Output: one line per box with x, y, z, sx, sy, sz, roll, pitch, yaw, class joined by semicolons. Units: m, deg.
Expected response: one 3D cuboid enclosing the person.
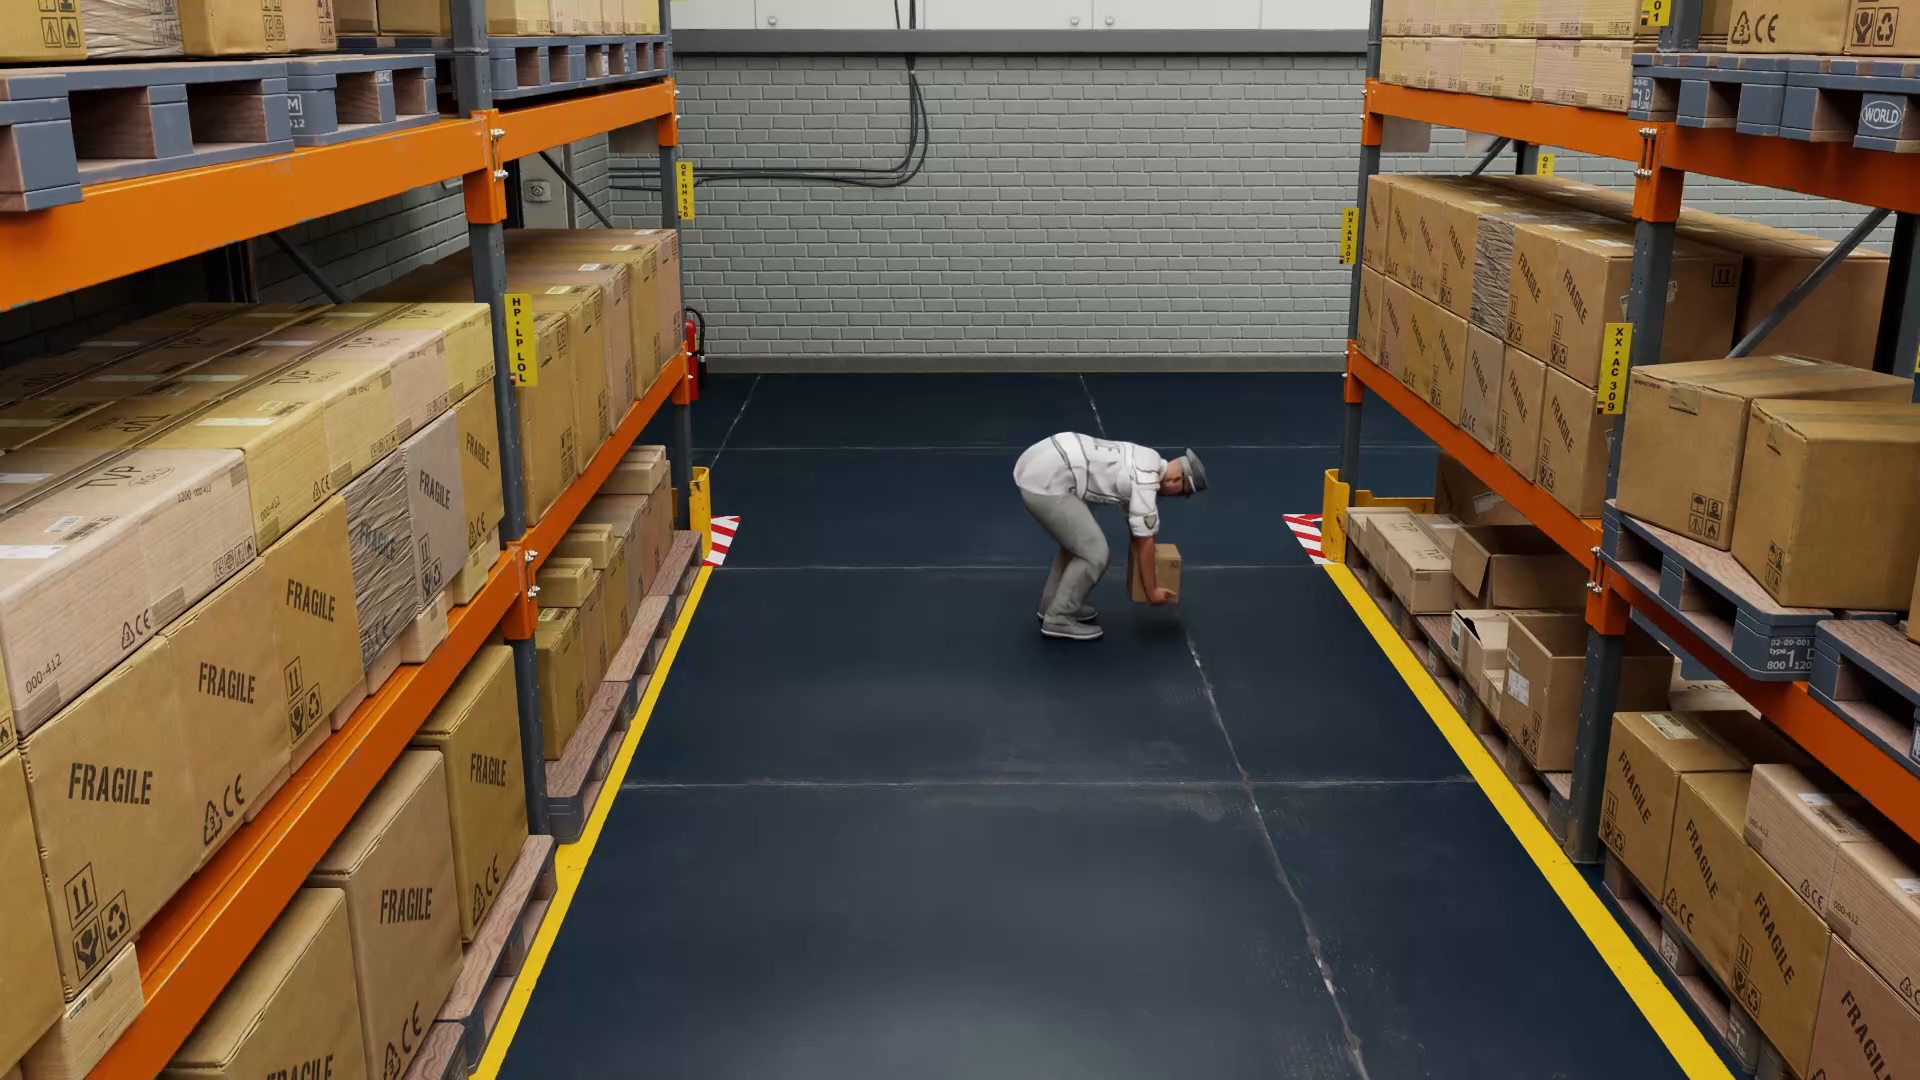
0.804;-0.039;8.831;1.042;1.069;0.515;-1;17;-3;person
